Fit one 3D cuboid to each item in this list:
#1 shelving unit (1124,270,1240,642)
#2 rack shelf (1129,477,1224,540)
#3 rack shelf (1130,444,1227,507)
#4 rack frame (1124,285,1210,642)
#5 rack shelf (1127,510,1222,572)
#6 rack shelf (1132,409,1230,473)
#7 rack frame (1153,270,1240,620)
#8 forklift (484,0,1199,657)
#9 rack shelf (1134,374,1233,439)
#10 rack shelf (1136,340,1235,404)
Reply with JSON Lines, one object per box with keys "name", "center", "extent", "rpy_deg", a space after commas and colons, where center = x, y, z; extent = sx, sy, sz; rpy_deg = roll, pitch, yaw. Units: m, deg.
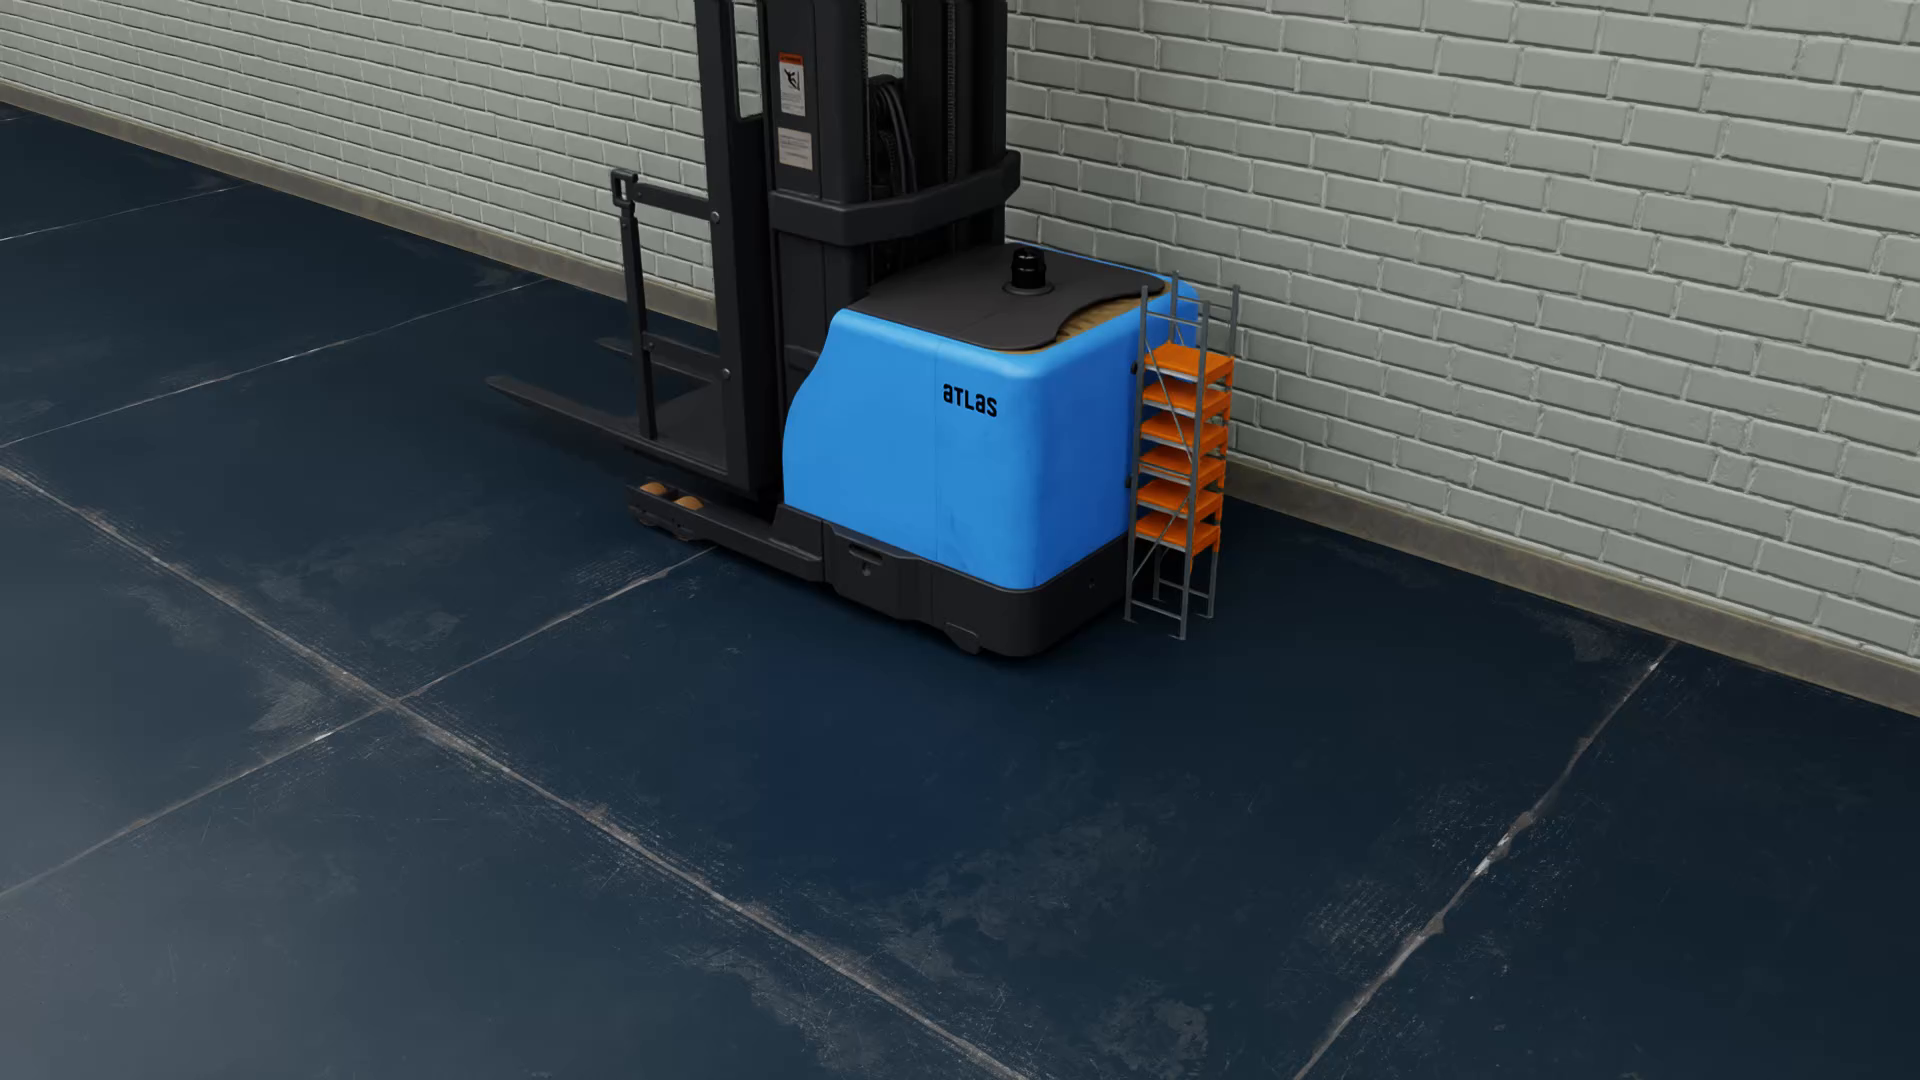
{"name": "shelving unit", "center": [0.718, -0.258, 5.444], "extent": [0.258, 1.200, 0.189], "rpy_deg": [20, 33, 33]}
{"name": "rack shelf", "center": [0.718, -0.112, 5.519], "extent": [0.258, 0.103, 0.180], "rpy_deg": [20, 33, 33]}
{"name": "rack shelf", "center": [0.718, -0.219, 5.464], "extent": [0.258, 0.103, 0.180], "rpy_deg": [20, 33, 33]}
{"name": "rack frame", "center": [0.662, -0.225, 5.379], "extent": [0.240, 1.200, 0.006], "rpy_deg": [20, 33, 33]}
{"name": "rack shelf", "center": [0.718, -0.006, 5.574], "extent": [0.258, 0.103, 0.180], "rpy_deg": [20, 33, 33]}
{"name": "rack shelf", "center": [0.718, -0.326, 5.409], "extent": [0.258, 0.103, 0.180], "rpy_deg": [20, 33, 33]}
{"name": "rack frame", "center": [0.774, -0.292, 5.508], "extent": [0.240, 1.200, 0.006], "rpy_deg": [20, 33, 33]}
{"name": "forklift", "center": [-0.644, -1.466, 5.894], "extent": [3.031, 2.935, 1.130], "rpy_deg": [20, 34, 34]}
{"name": "rack shelf", "center": [0.718, -0.432, 5.354], "extent": [0.258, 0.103, 0.180], "rpy_deg": [20, 33, 33]}
{"name": "rack shelf", "center": [0.718, -0.539, 5.299], "extent": [0.258, 0.103, 0.180], "rpy_deg": [20, 33, 33]}
